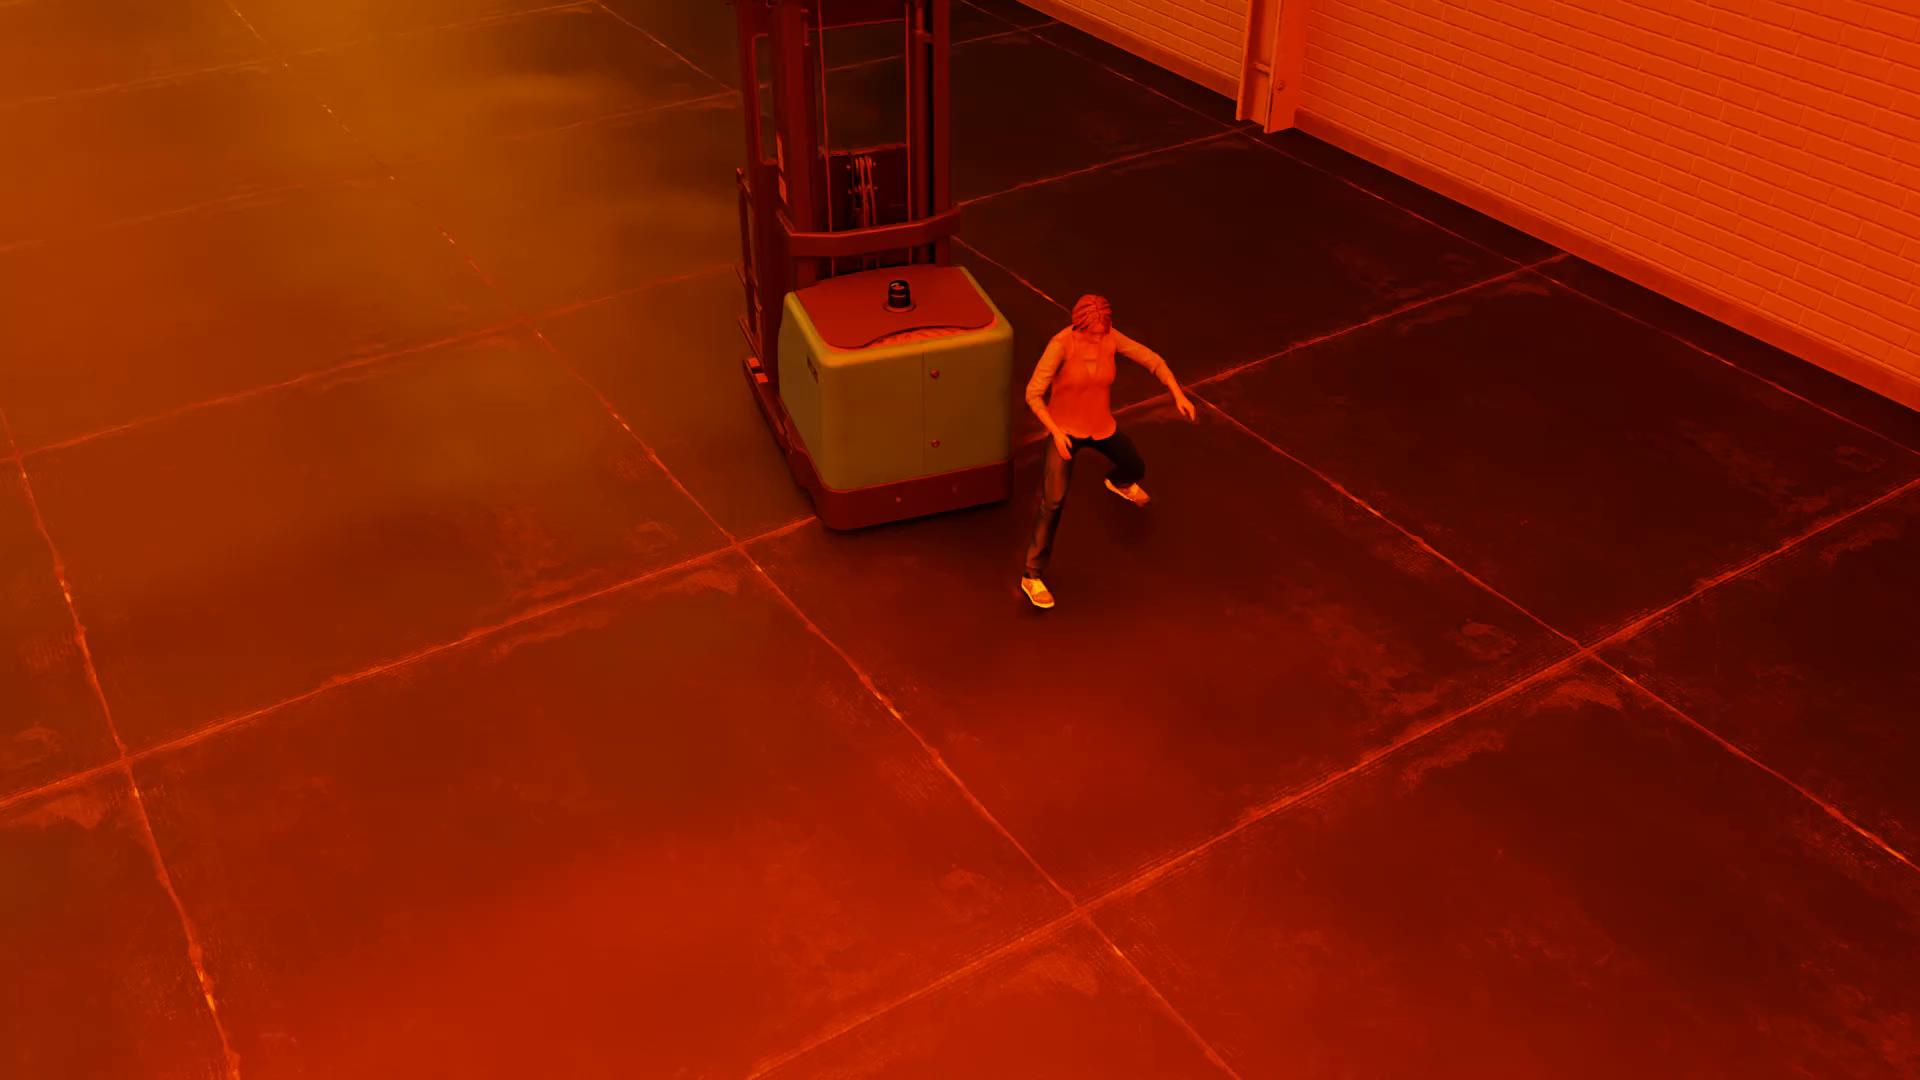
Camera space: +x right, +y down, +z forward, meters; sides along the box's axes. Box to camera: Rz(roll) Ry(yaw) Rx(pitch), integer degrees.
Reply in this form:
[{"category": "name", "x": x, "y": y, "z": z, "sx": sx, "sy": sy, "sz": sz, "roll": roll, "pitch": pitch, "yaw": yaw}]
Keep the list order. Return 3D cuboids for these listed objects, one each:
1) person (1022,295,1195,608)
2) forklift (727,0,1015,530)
[{"category": "person", "x": 0.679, "y": -0.535, "z": 8.252, "sx": 0.983, "sy": 1.440, "sz": 0.912, "roll": -13, "pitch": 37, "yaw": -17}, {"category": "forklift", "x": -0.671, "y": -2.094, "z": 9.128, "sx": 1.130, "sy": 2.935, "sz": 3.031, "roll": -11, "pitch": 37, "yaw": -15}]
